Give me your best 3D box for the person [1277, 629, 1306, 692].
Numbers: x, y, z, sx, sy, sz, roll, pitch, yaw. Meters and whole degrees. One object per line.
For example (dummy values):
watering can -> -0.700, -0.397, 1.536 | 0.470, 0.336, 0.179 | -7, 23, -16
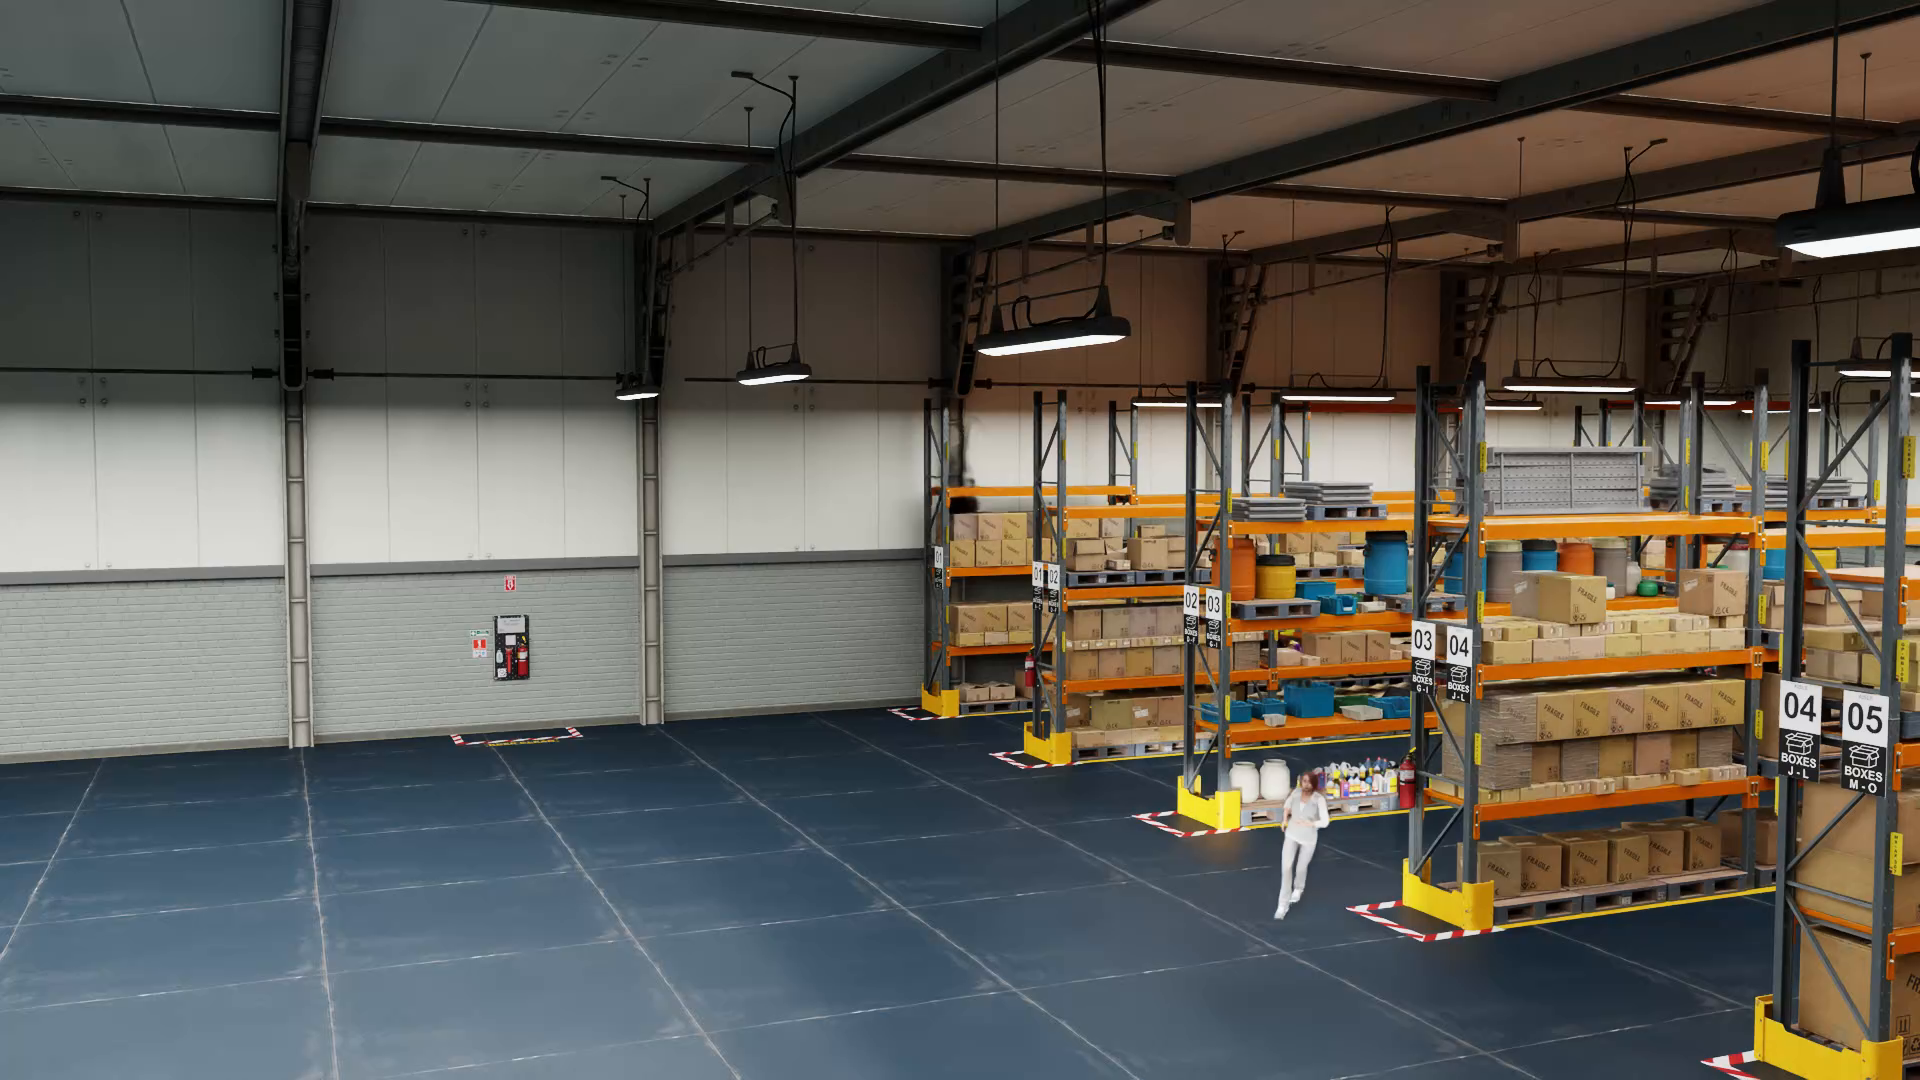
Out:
person -> 6.223, 2.470, 31.056 | 0.878, 1.679, 0.682 | -1, 4, -23

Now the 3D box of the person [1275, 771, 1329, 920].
person -> 3.787, 3.305, 18.203 | 0.535, 1.605, 0.788 | 2, 4, 25
